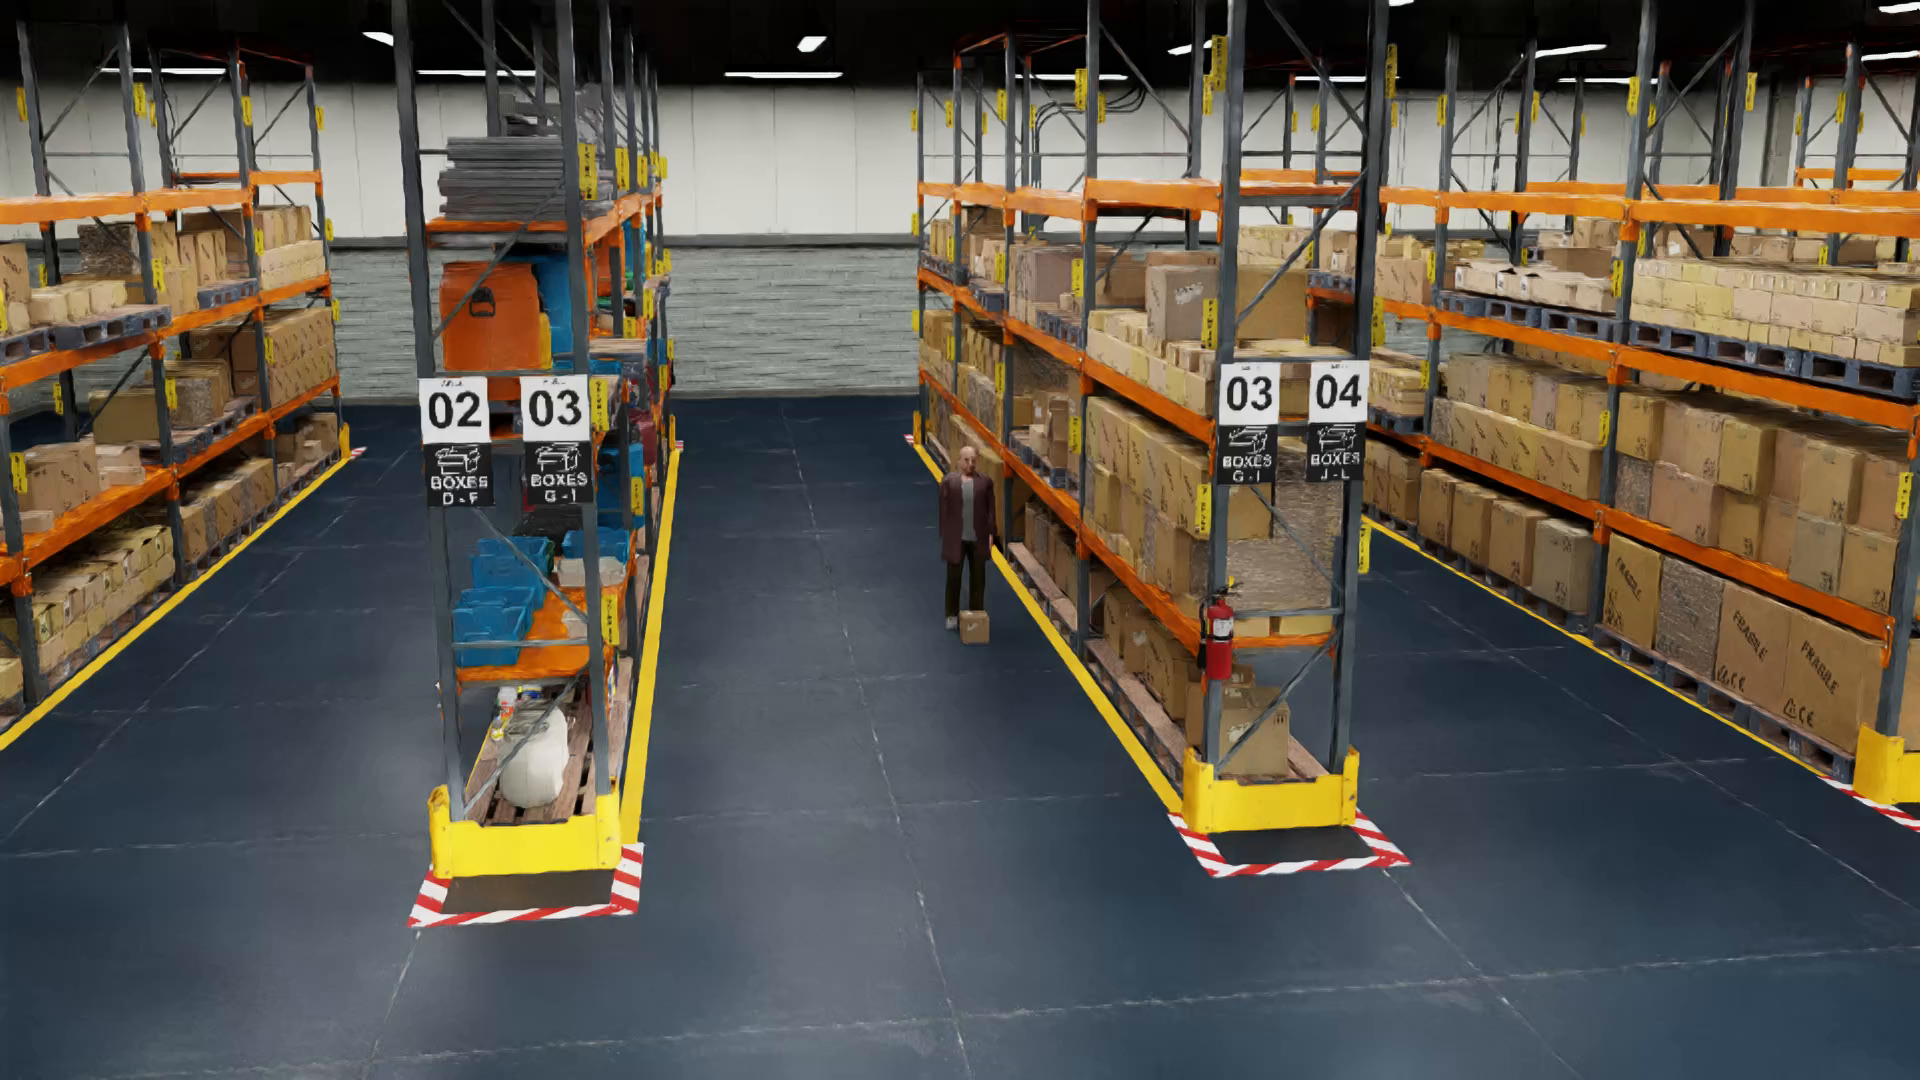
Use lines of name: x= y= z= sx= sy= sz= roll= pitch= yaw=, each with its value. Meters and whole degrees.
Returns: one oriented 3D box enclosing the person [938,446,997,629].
person: x=0.081 y=-0.030 z=16.151 sx=0.566 sy=1.776 sz=0.386 roll=-2 pitch=13 yaw=-7
